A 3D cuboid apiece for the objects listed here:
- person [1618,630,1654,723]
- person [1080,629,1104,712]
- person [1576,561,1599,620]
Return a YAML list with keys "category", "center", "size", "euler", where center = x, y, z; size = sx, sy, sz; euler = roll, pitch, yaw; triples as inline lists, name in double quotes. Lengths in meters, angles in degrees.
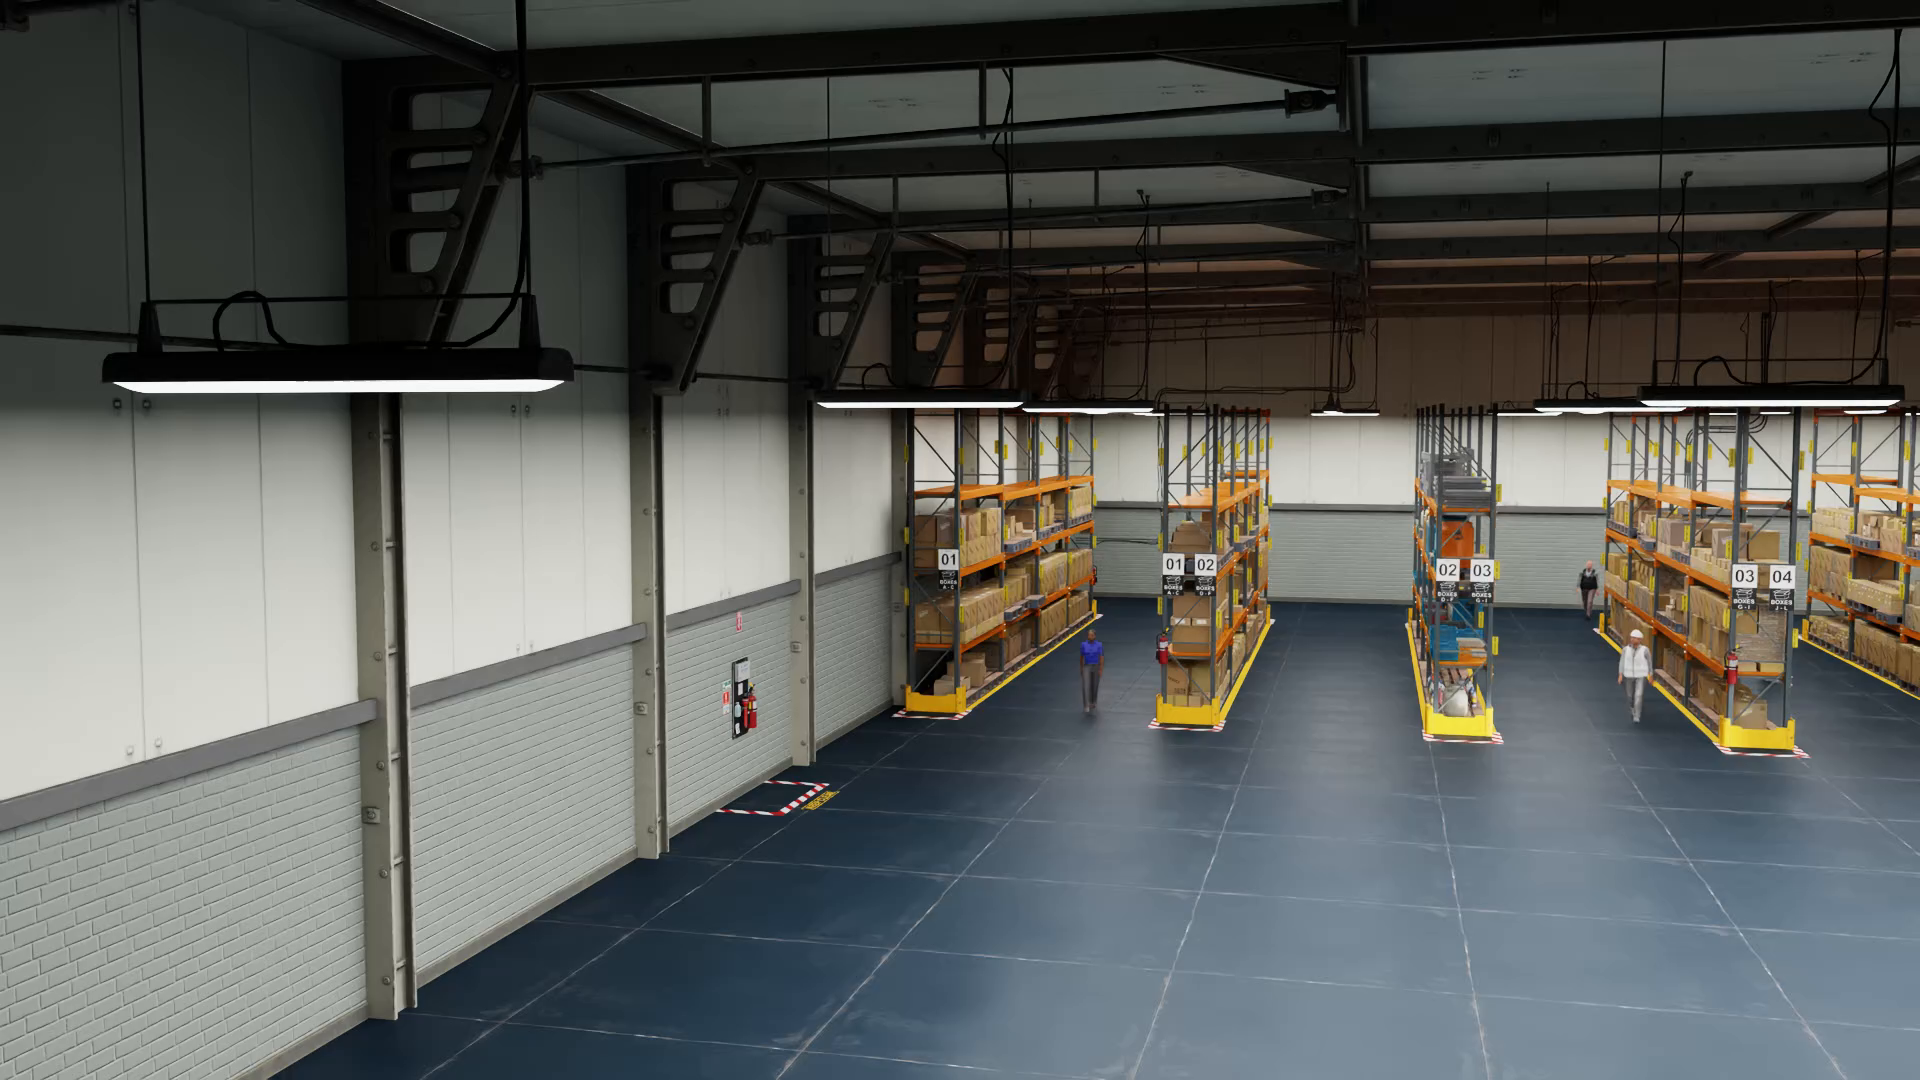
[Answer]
- category: "person"
  center: [12.809, 2.562, 31.513]
  size: [0.601, 1.723, 1.075]
  euler: [2, 5, 31]
- category: "person"
  center: [2.578, 2.534, 32.467]
  size: [0.464, 1.602, 1.002]
  euler: [0, 4, 4]
- category: "person"
  center: [17.926, 1.424, 47.494]
  size: [0.581, 1.679, 1.018]
  euler: [3, 5, 34]
